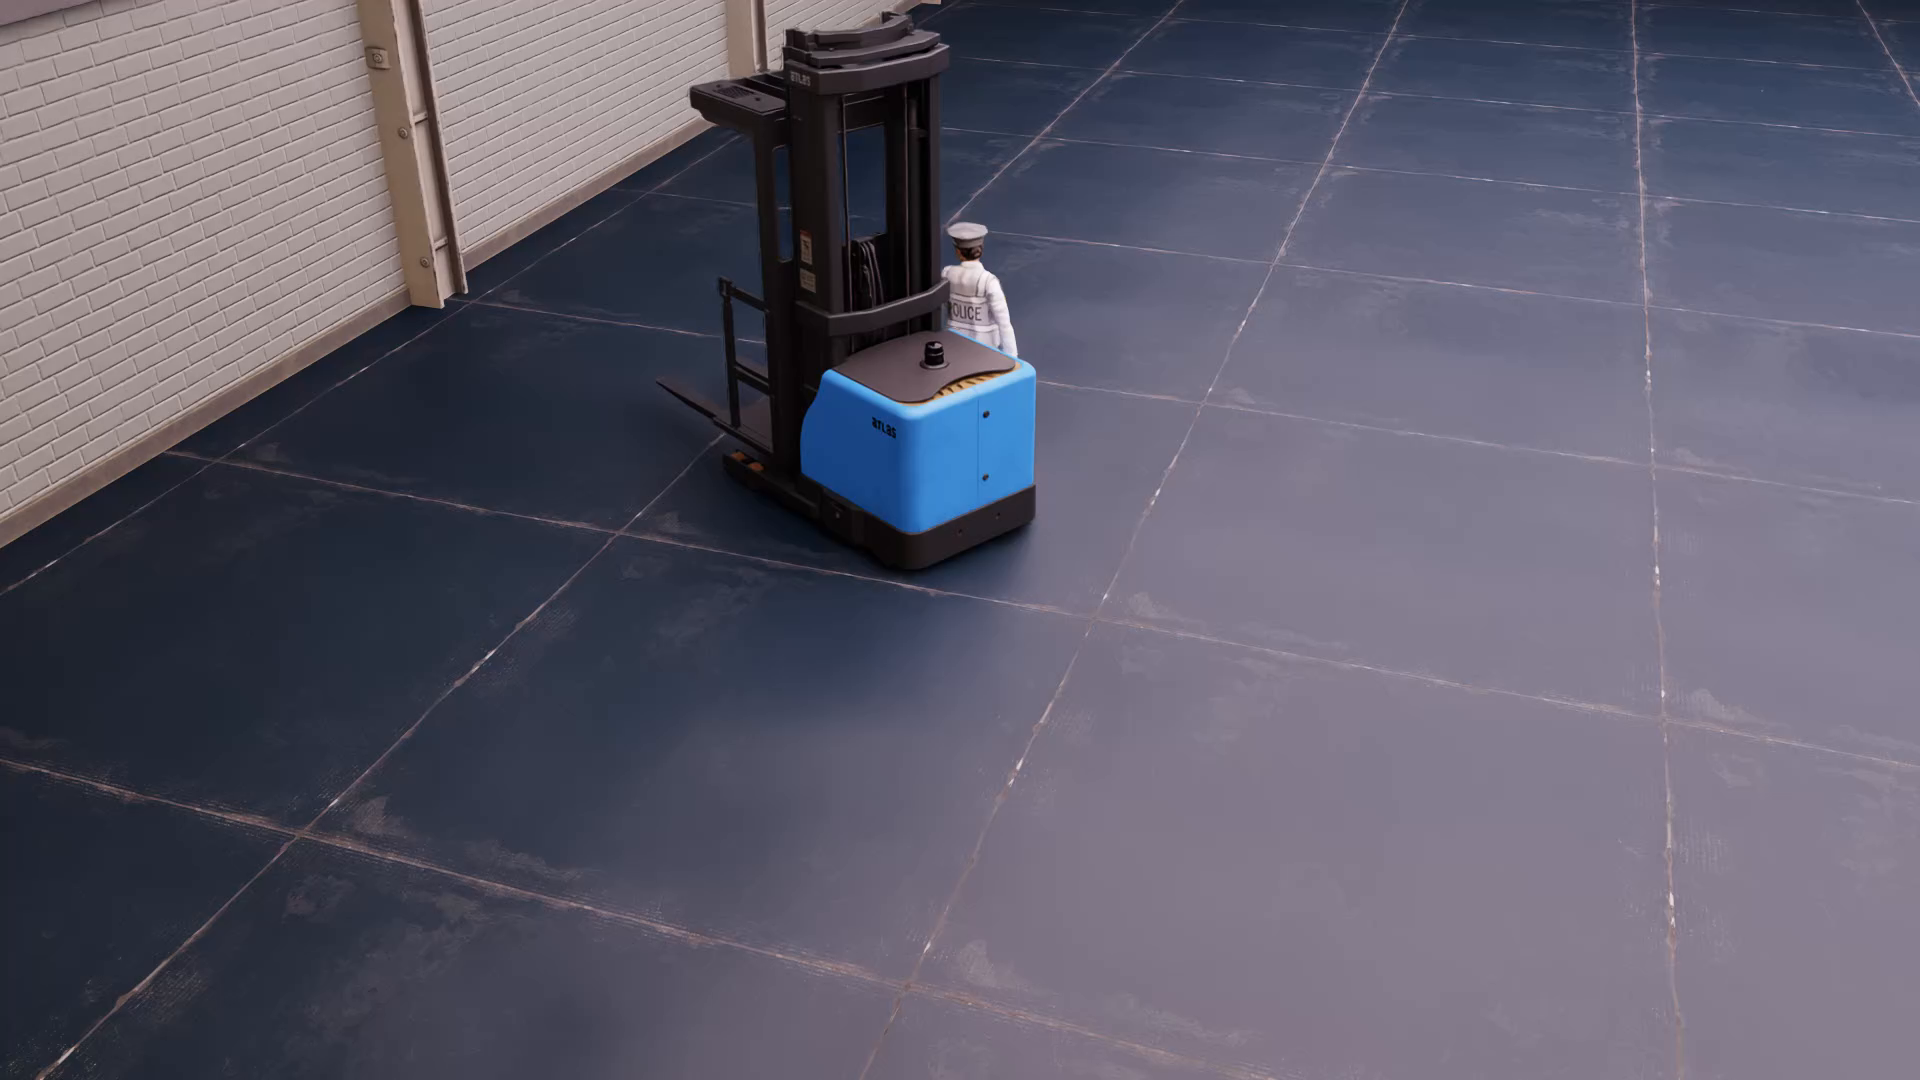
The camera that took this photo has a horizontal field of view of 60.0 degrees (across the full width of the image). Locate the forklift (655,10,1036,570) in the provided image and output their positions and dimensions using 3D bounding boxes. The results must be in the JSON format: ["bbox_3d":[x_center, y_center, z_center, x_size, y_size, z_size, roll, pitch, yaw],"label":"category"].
[{"bbox_3d":[-0.886,-1.750,10.207,1.130,2.935,3.031,-23,37,-35],"label":"forklift"}]

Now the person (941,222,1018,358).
[{"bbox_3d":[0.147,-1.257,10.693,0.625,1.607,0.904,13,32,22],"label":"person"}]
